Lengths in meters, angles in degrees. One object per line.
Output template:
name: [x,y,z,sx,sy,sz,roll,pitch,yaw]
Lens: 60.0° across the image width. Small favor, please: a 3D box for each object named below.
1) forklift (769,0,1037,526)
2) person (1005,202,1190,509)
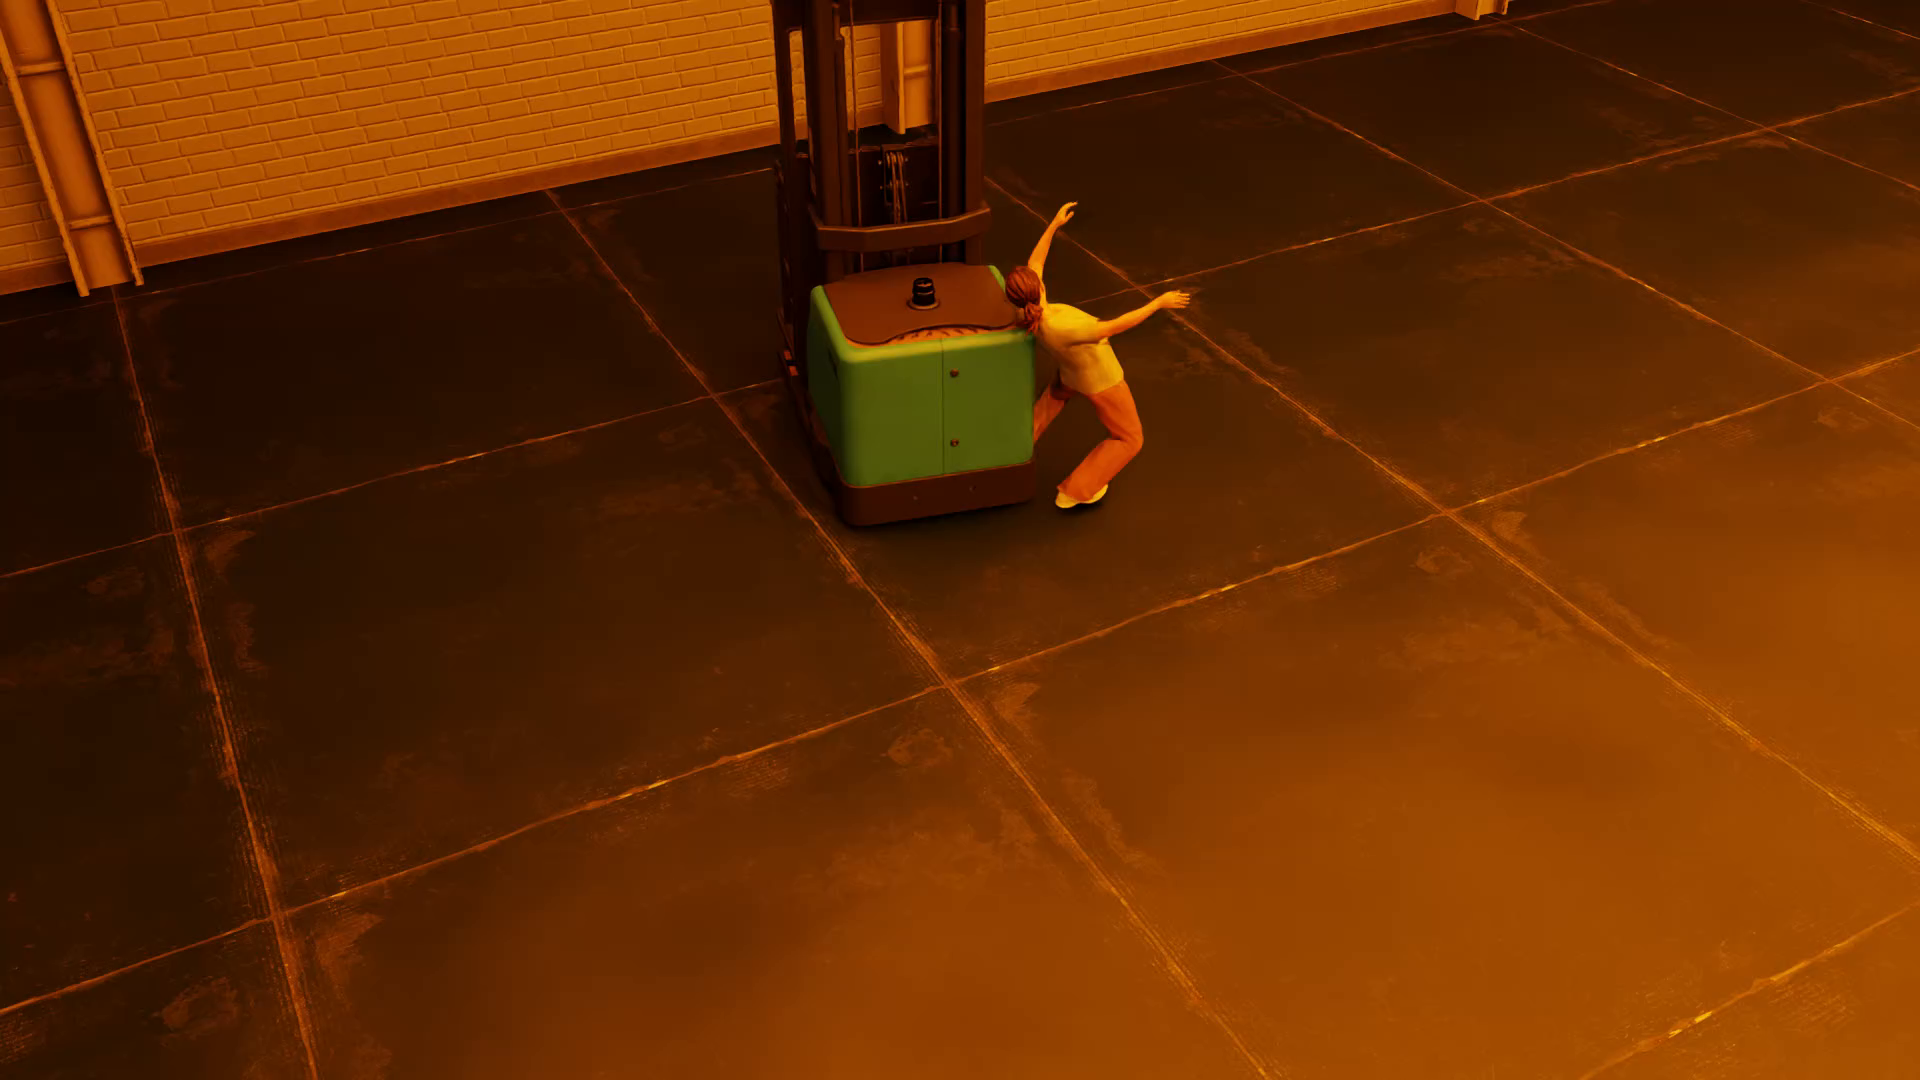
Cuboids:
forklift: [-0.472,-2.119,9.121,1.130,2.935,3.031,-9,36,-12]
person: [0.621,-0.836,8.469,0.653,1.535,0.946,-28,44,-33]
